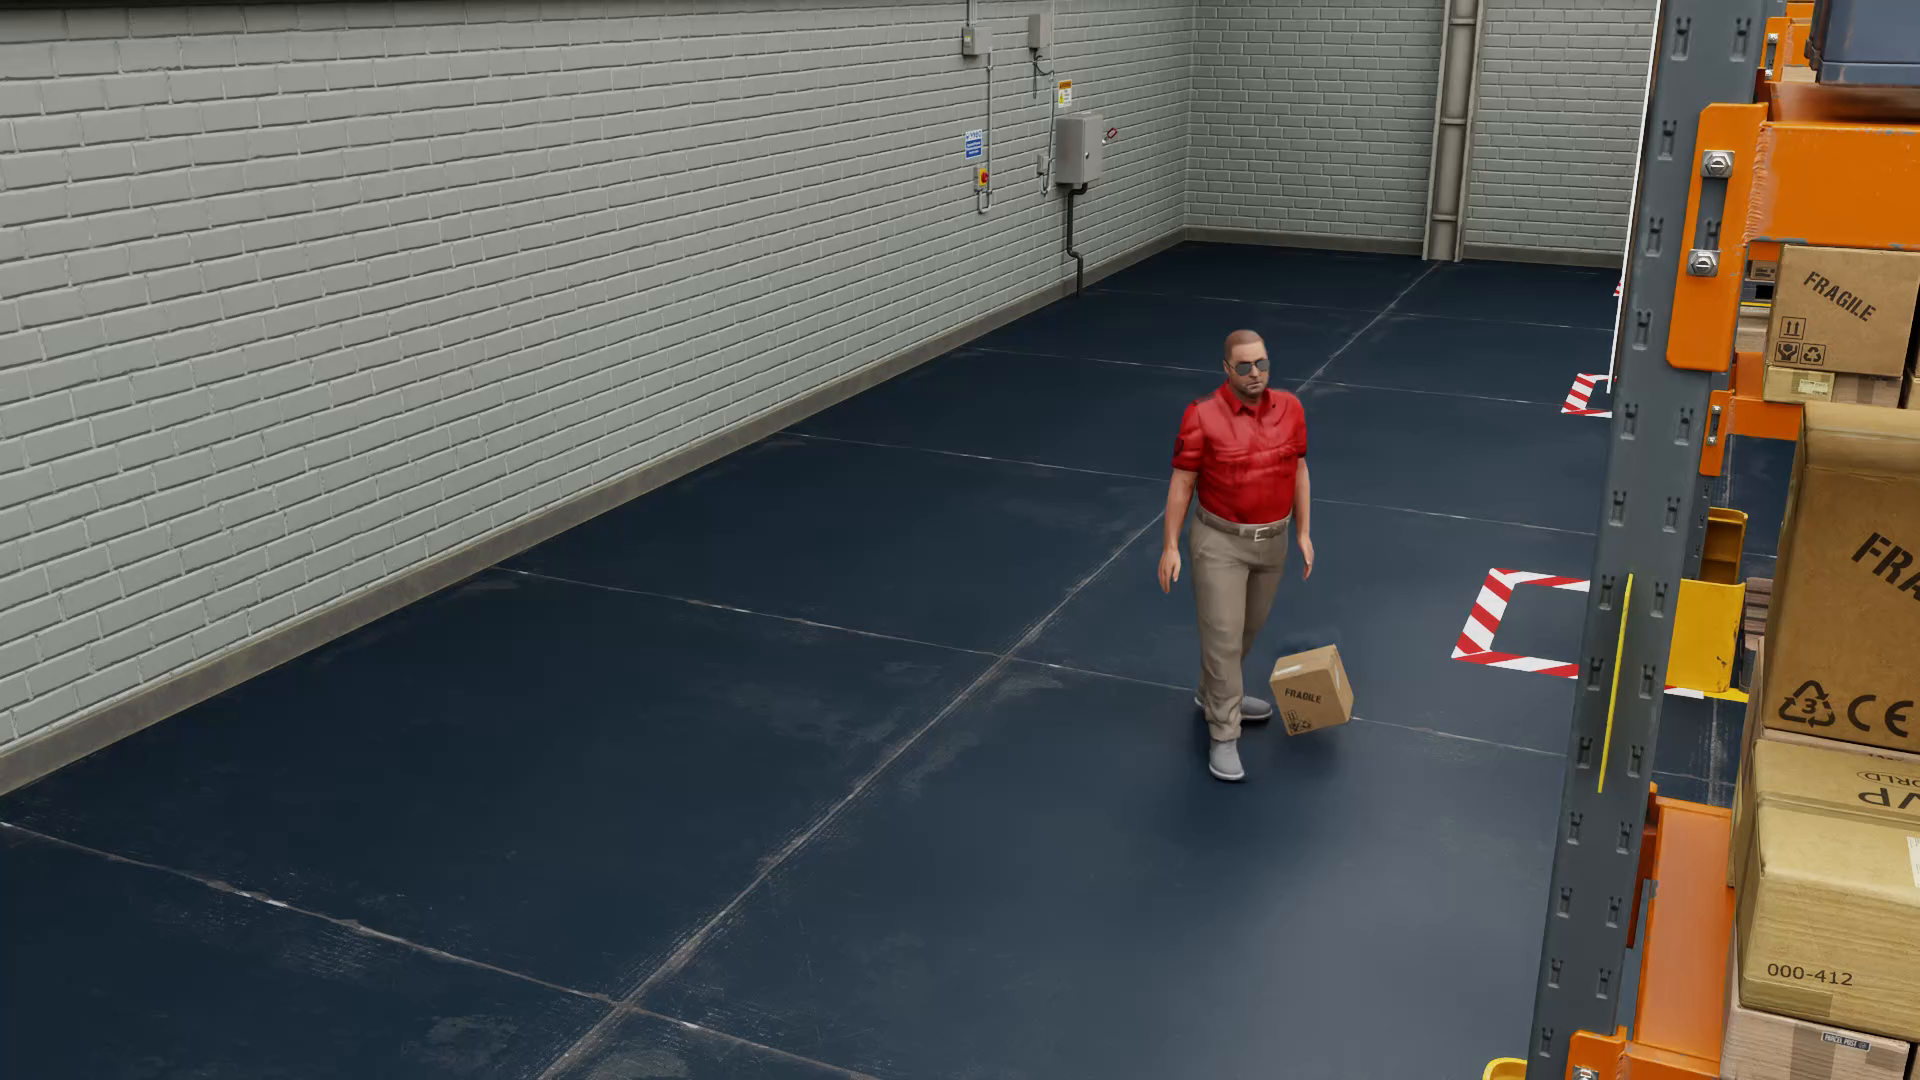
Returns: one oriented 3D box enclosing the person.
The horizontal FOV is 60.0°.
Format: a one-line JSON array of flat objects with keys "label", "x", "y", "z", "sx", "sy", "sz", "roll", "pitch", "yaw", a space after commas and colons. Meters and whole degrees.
[{"label": "person", "x": 1.075, "y": 0.023, "z": 6.535, "sx": 0.635, "sy": 1.713, "sz": 0.658, "roll": -8, "pitch": 21, "yaw": -23}]
